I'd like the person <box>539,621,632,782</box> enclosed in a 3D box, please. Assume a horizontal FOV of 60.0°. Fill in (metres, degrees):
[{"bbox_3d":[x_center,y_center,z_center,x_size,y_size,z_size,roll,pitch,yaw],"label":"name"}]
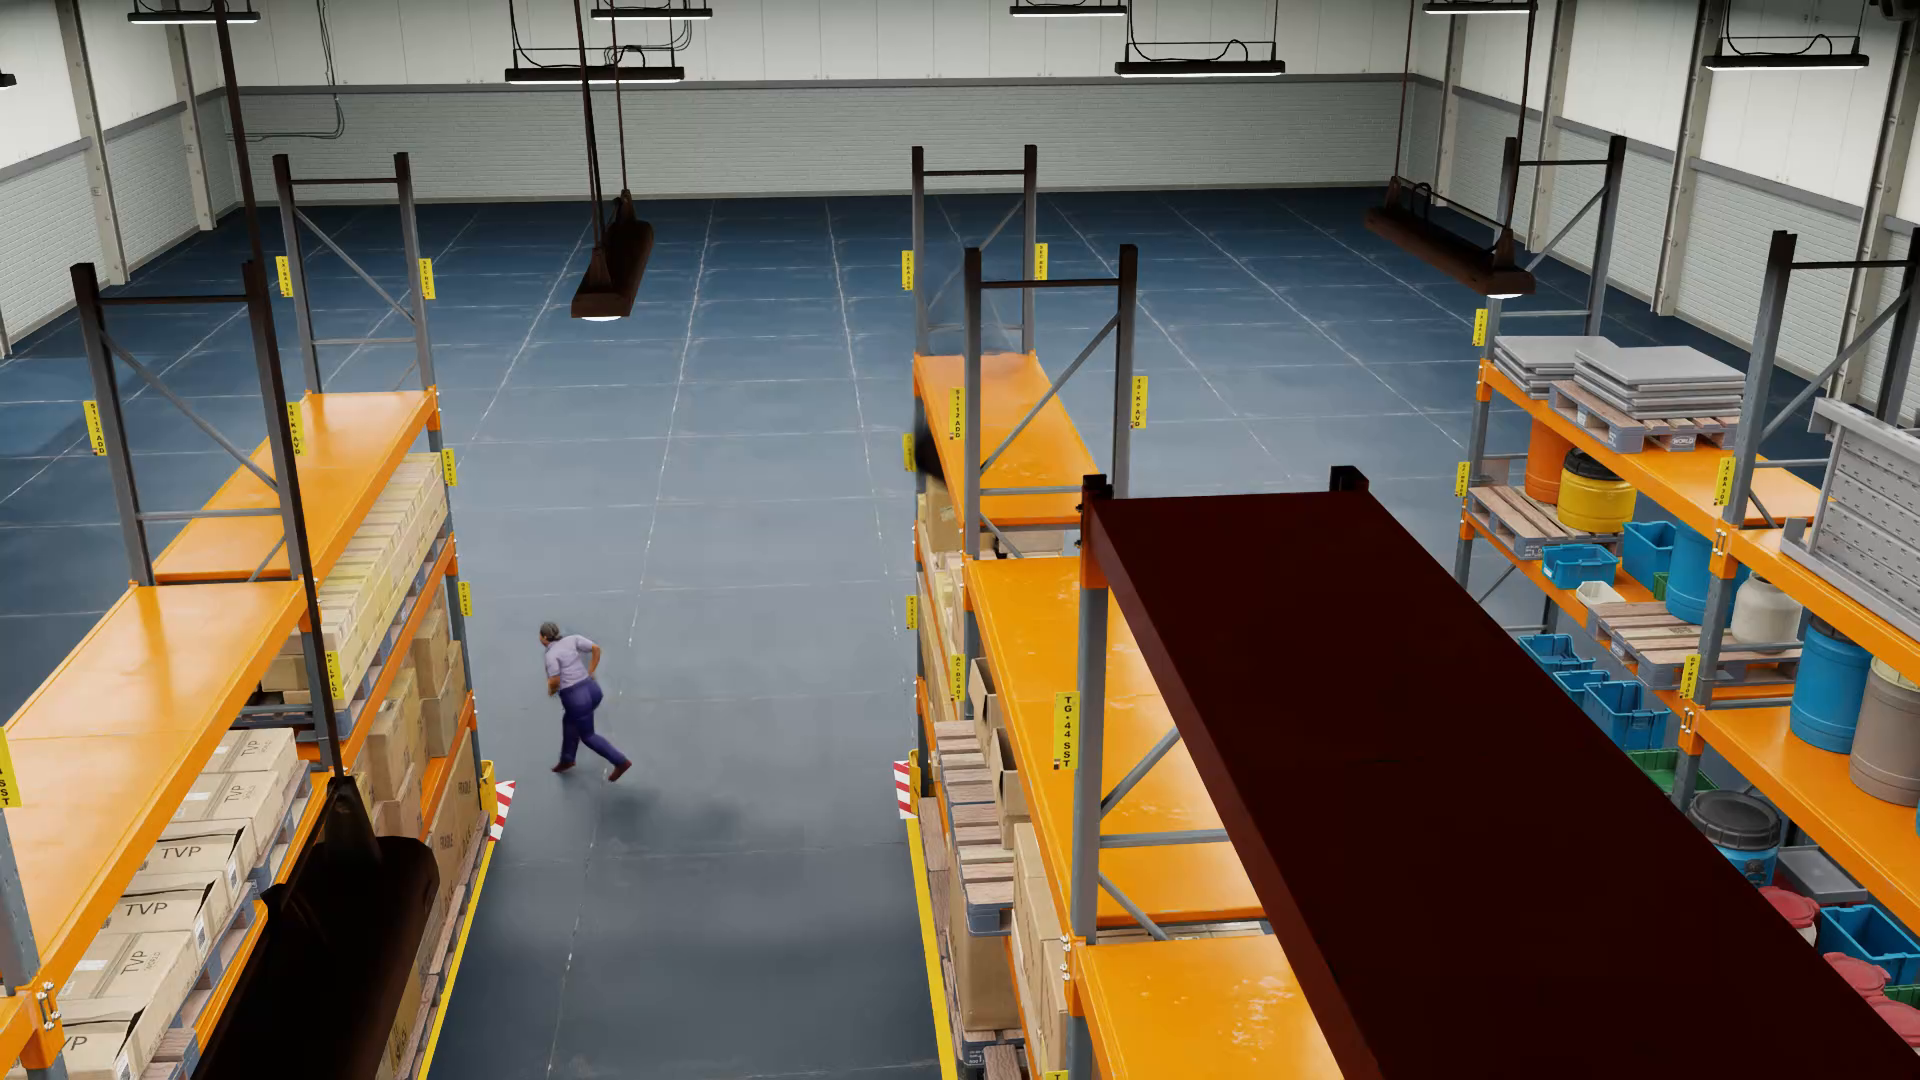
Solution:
[{"bbox_3d":[-3.506,1.561,15.641,0.962,1.612,0.641,11,24,26],"label":"person"}]
